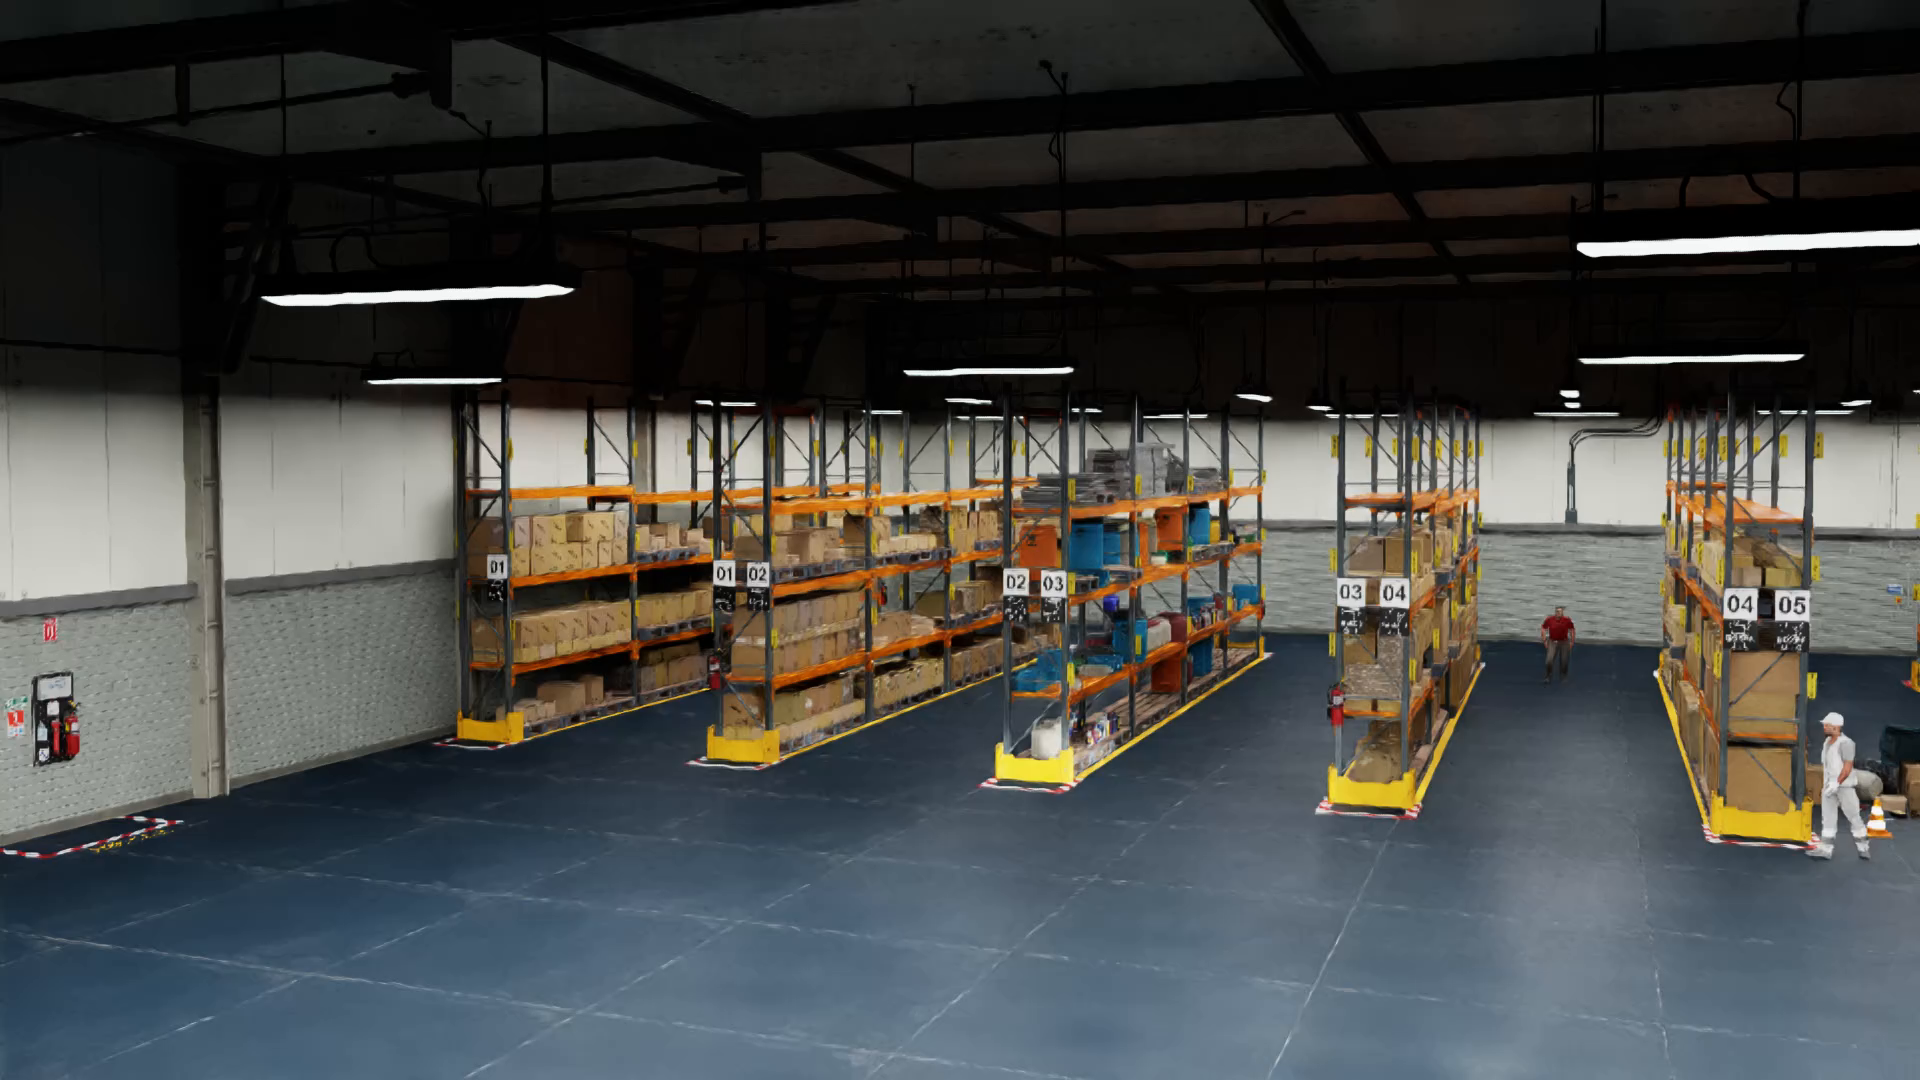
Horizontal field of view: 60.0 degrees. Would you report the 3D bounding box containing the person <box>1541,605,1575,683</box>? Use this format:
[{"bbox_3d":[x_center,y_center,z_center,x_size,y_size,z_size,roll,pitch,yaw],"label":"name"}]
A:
[{"bbox_3d":[12.748,2.219,35.450,0.682,1.675,0.535,1,3,19],"label":"person"}]

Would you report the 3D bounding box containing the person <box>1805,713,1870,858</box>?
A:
[{"bbox_3d":[10.739,3.001,20.297,0.713,1.783,0.556,0,3,-8],"label":"person"}]

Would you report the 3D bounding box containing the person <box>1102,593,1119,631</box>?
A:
[{"bbox_3d":[3.804,1.888,41.942,0.463,1.596,0.985,1,3,19],"label":"person"}]
